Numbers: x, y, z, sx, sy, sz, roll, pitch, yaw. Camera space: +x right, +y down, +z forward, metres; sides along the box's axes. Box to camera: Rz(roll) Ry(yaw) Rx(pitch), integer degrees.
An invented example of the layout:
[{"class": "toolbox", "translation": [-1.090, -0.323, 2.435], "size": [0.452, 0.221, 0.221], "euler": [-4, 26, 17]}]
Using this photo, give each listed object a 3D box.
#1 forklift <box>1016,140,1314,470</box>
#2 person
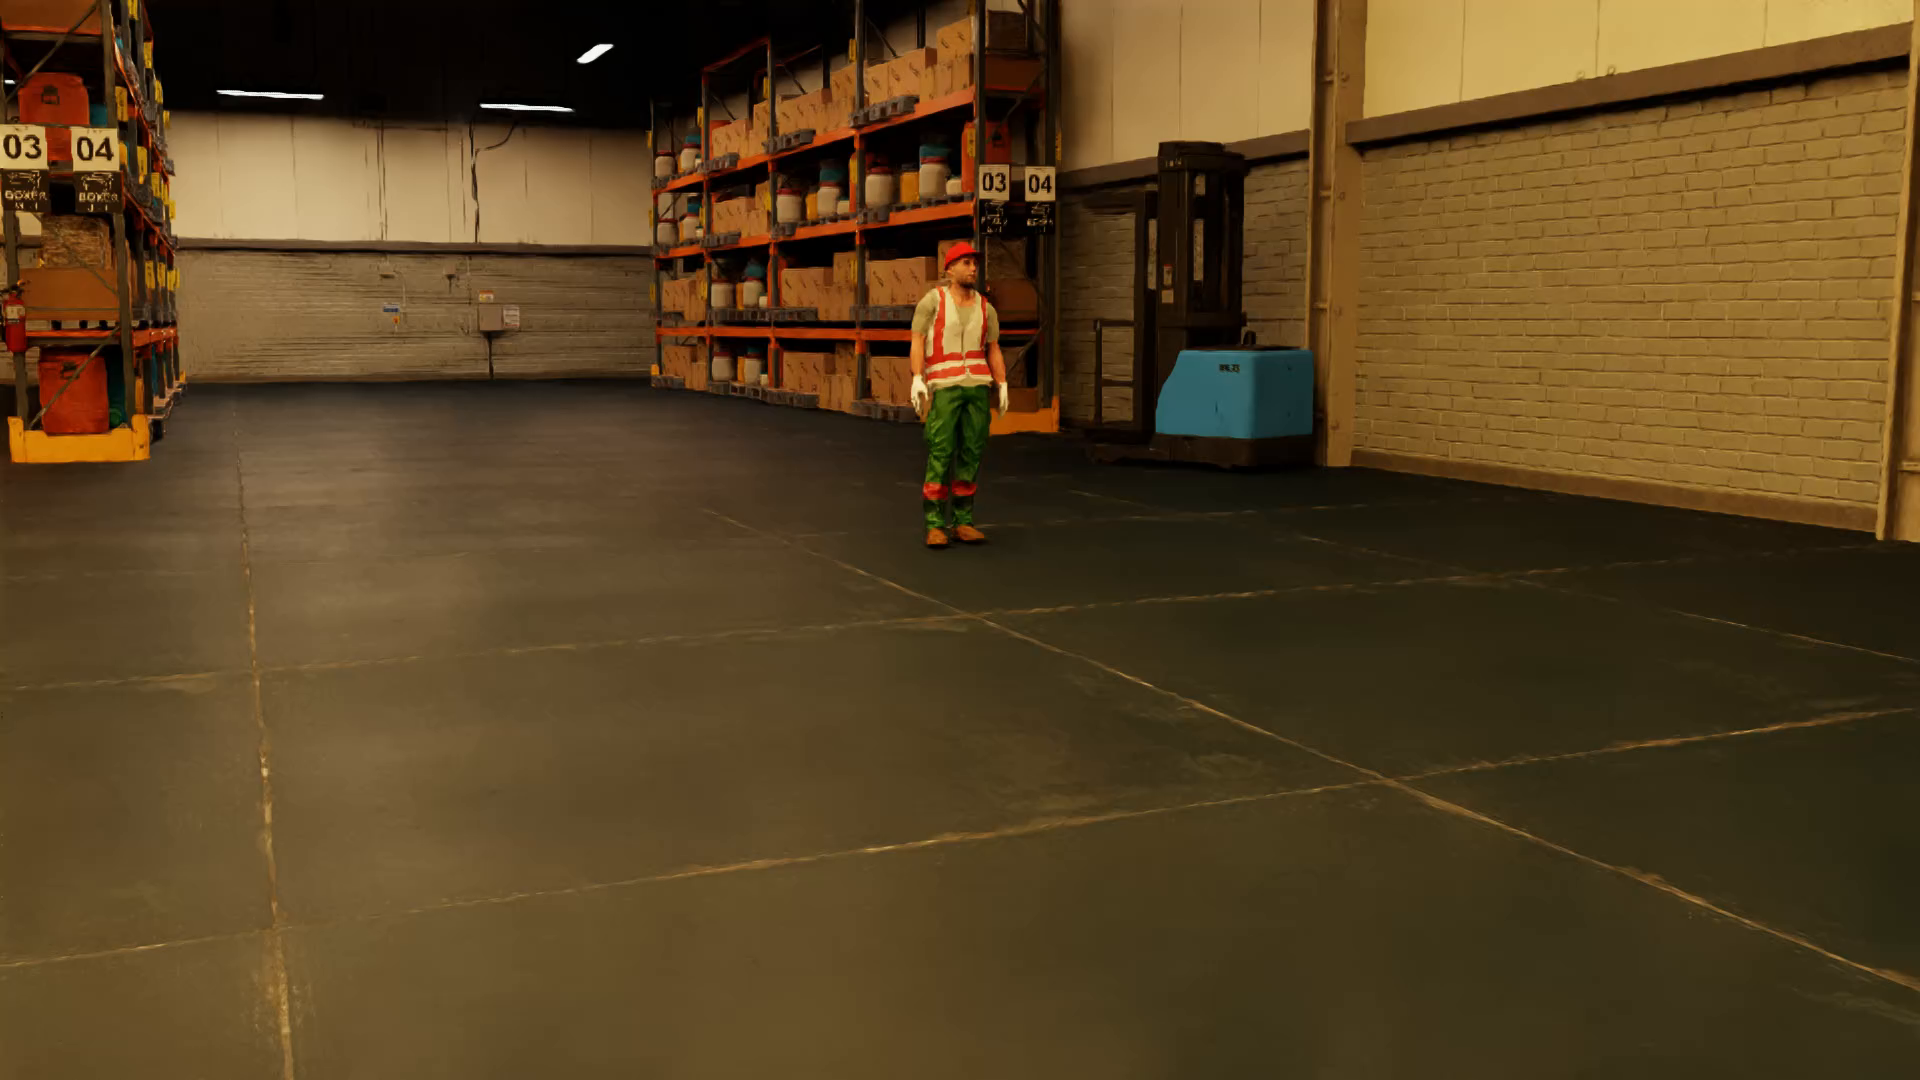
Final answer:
[{"class": "forklift", "translation": [1.845, -2.213, 15.729], "size": [1.130, 2.935, 3.031], "euler": [-7, 10, -43]}, {"class": "person", "translation": [0.022, -0.883, 9.959], "size": [0.637, 1.787, 0.563], "euler": [-3, 8, -23]}]
